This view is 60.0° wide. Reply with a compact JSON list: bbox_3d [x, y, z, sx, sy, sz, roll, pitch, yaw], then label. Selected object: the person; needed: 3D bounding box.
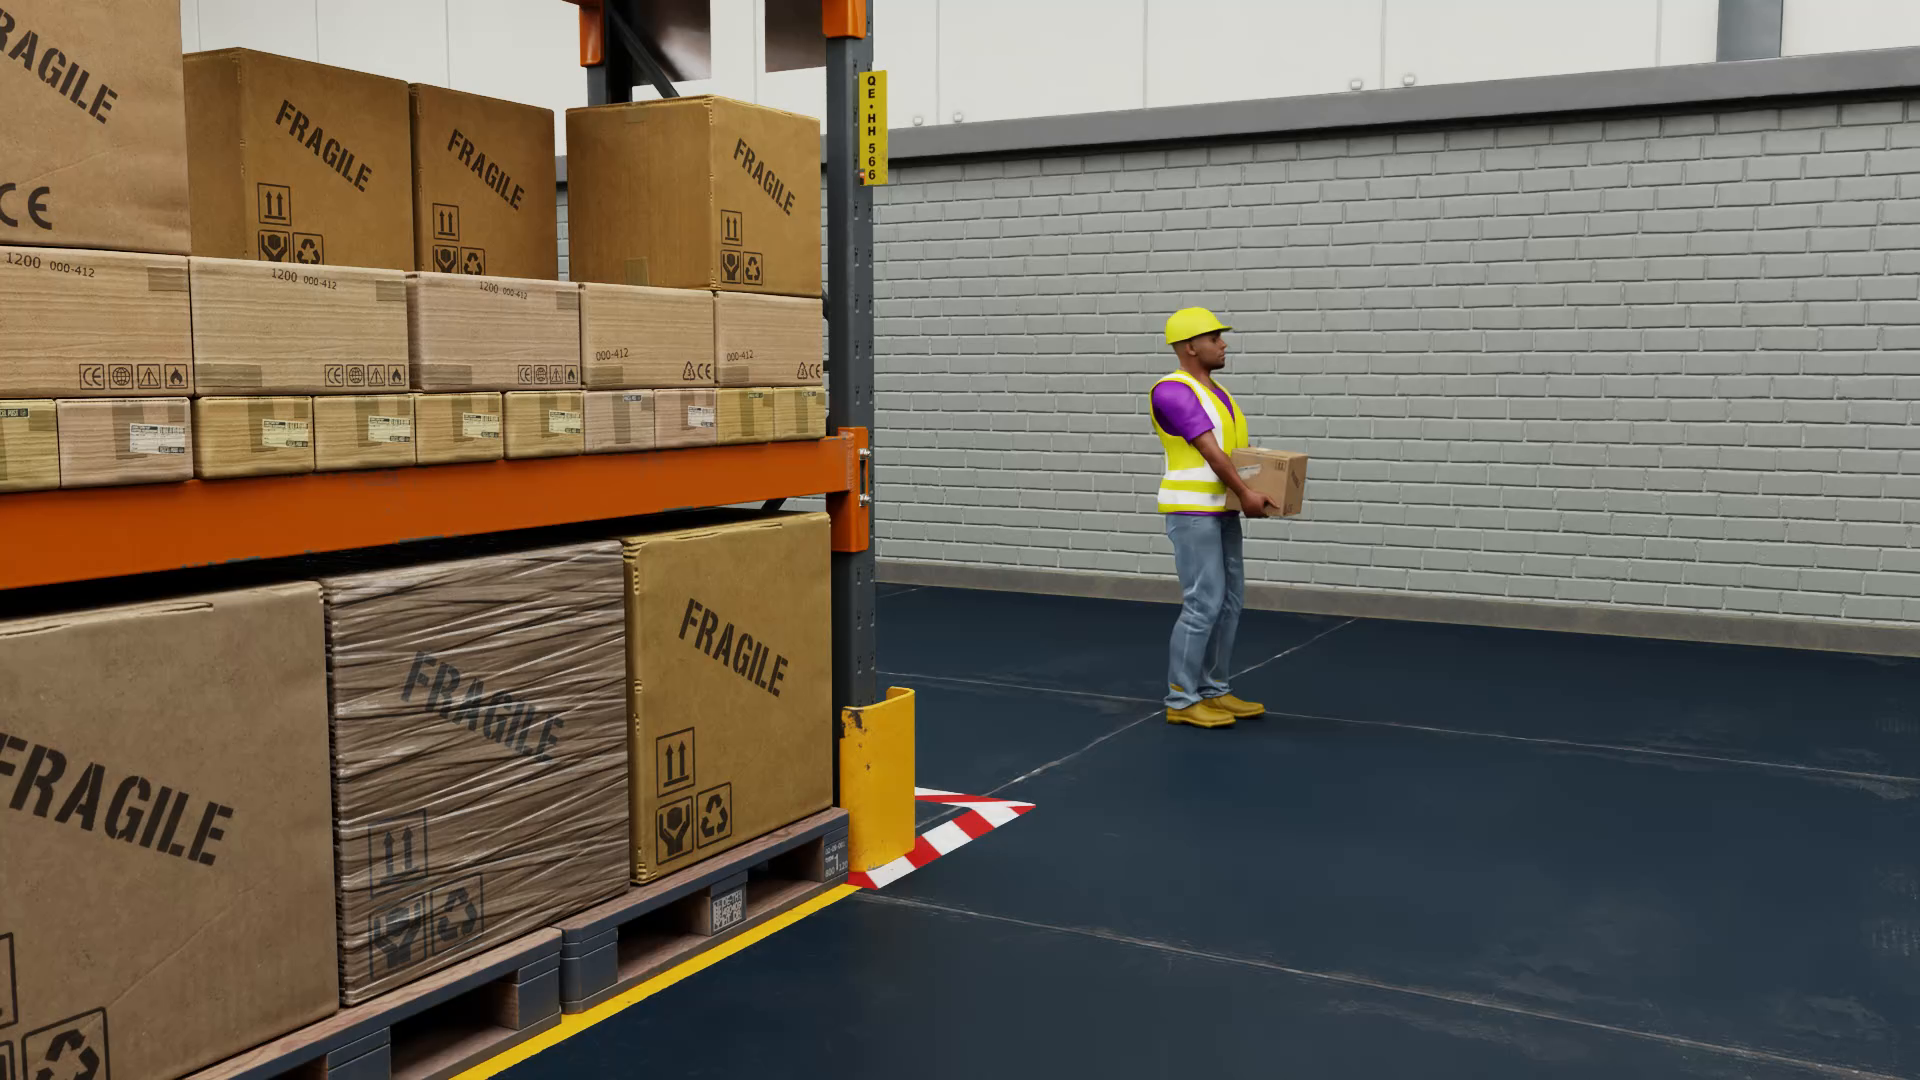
[{"bbox_3d":[1.124,-0.103,7.052,0.577,1.760,0.503,3,7,29],"label":"person"}]
